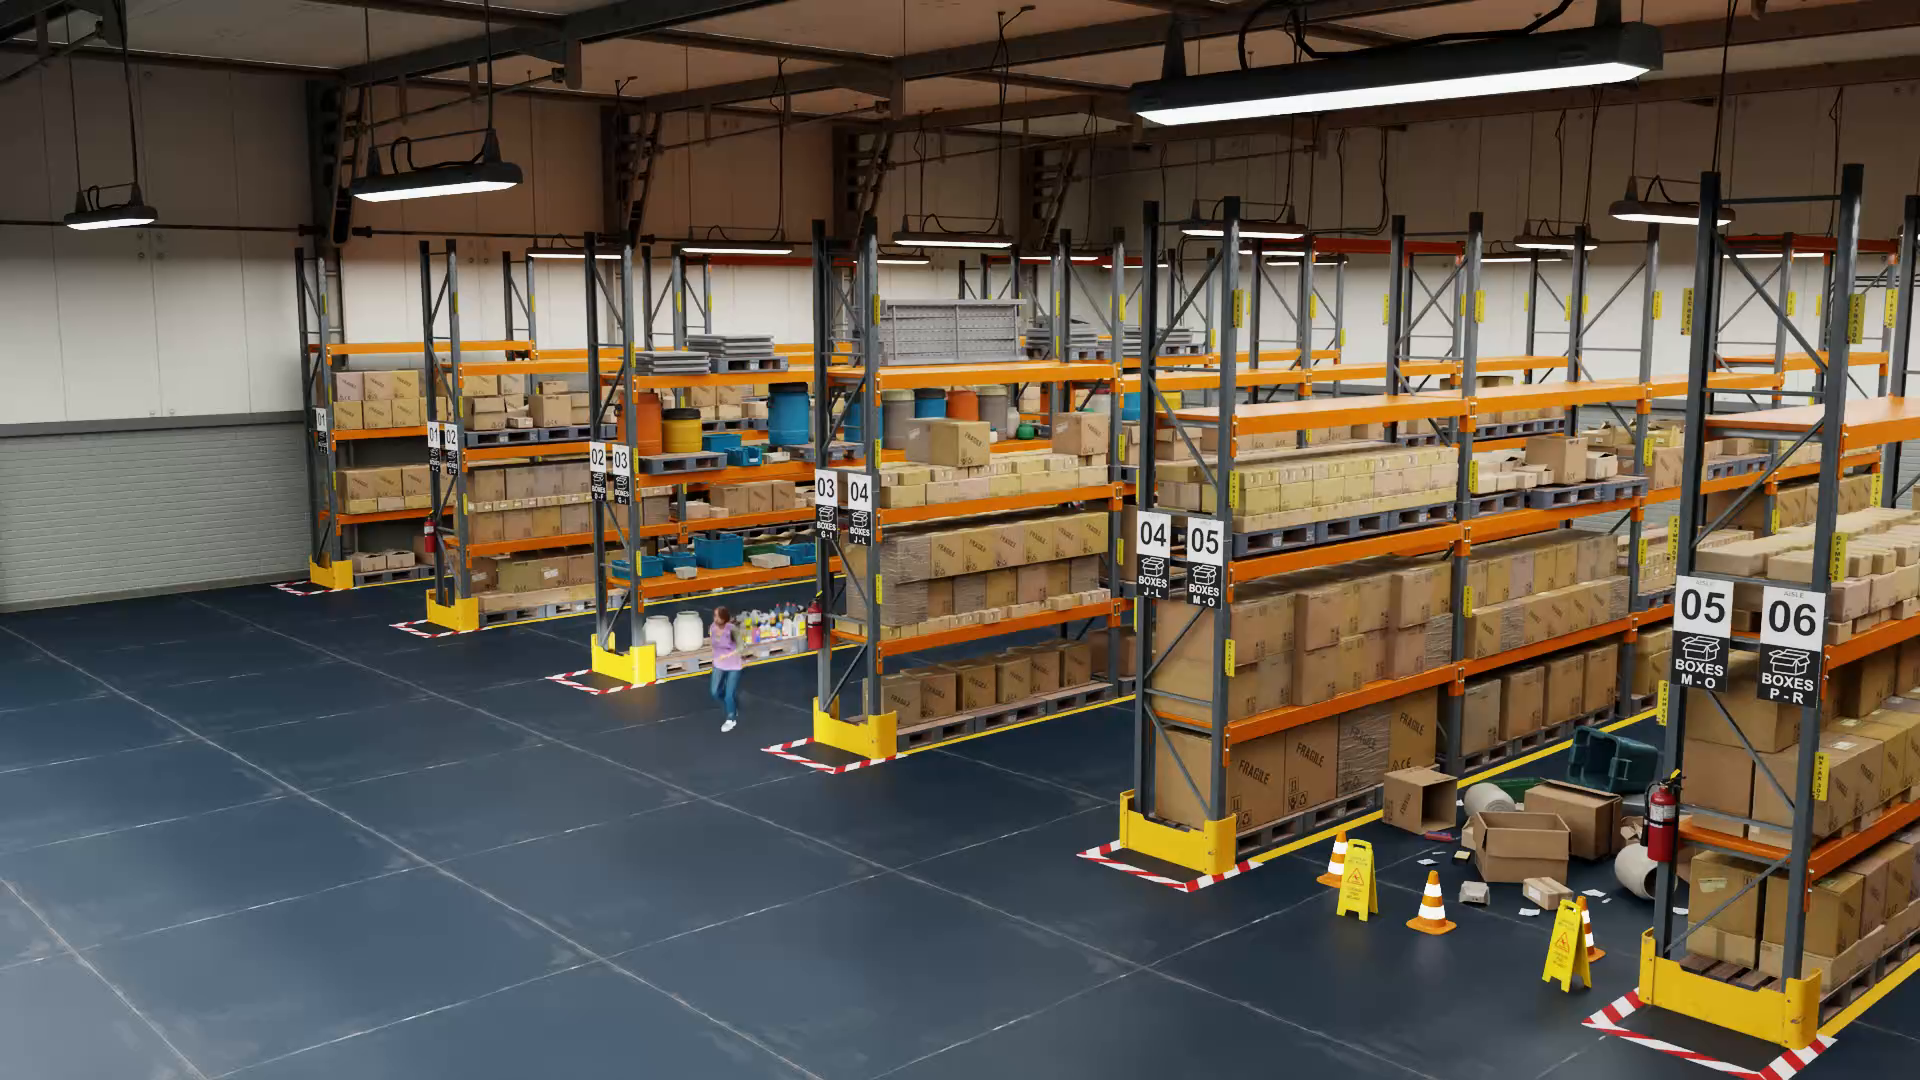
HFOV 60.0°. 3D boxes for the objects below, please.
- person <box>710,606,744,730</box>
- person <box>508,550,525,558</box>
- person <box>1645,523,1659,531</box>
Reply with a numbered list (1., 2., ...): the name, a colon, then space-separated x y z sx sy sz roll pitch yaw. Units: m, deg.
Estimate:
1. person: -2.781 1.524 19.719 0.511 1.540 0.587 3 9 19
2. person: -7.652 0.099 28.693 0.628 1.812 0.827 7 11 39
3. person: 10.500 0.606 25.314 0.671 1.748 0.699 -7 11 -40
